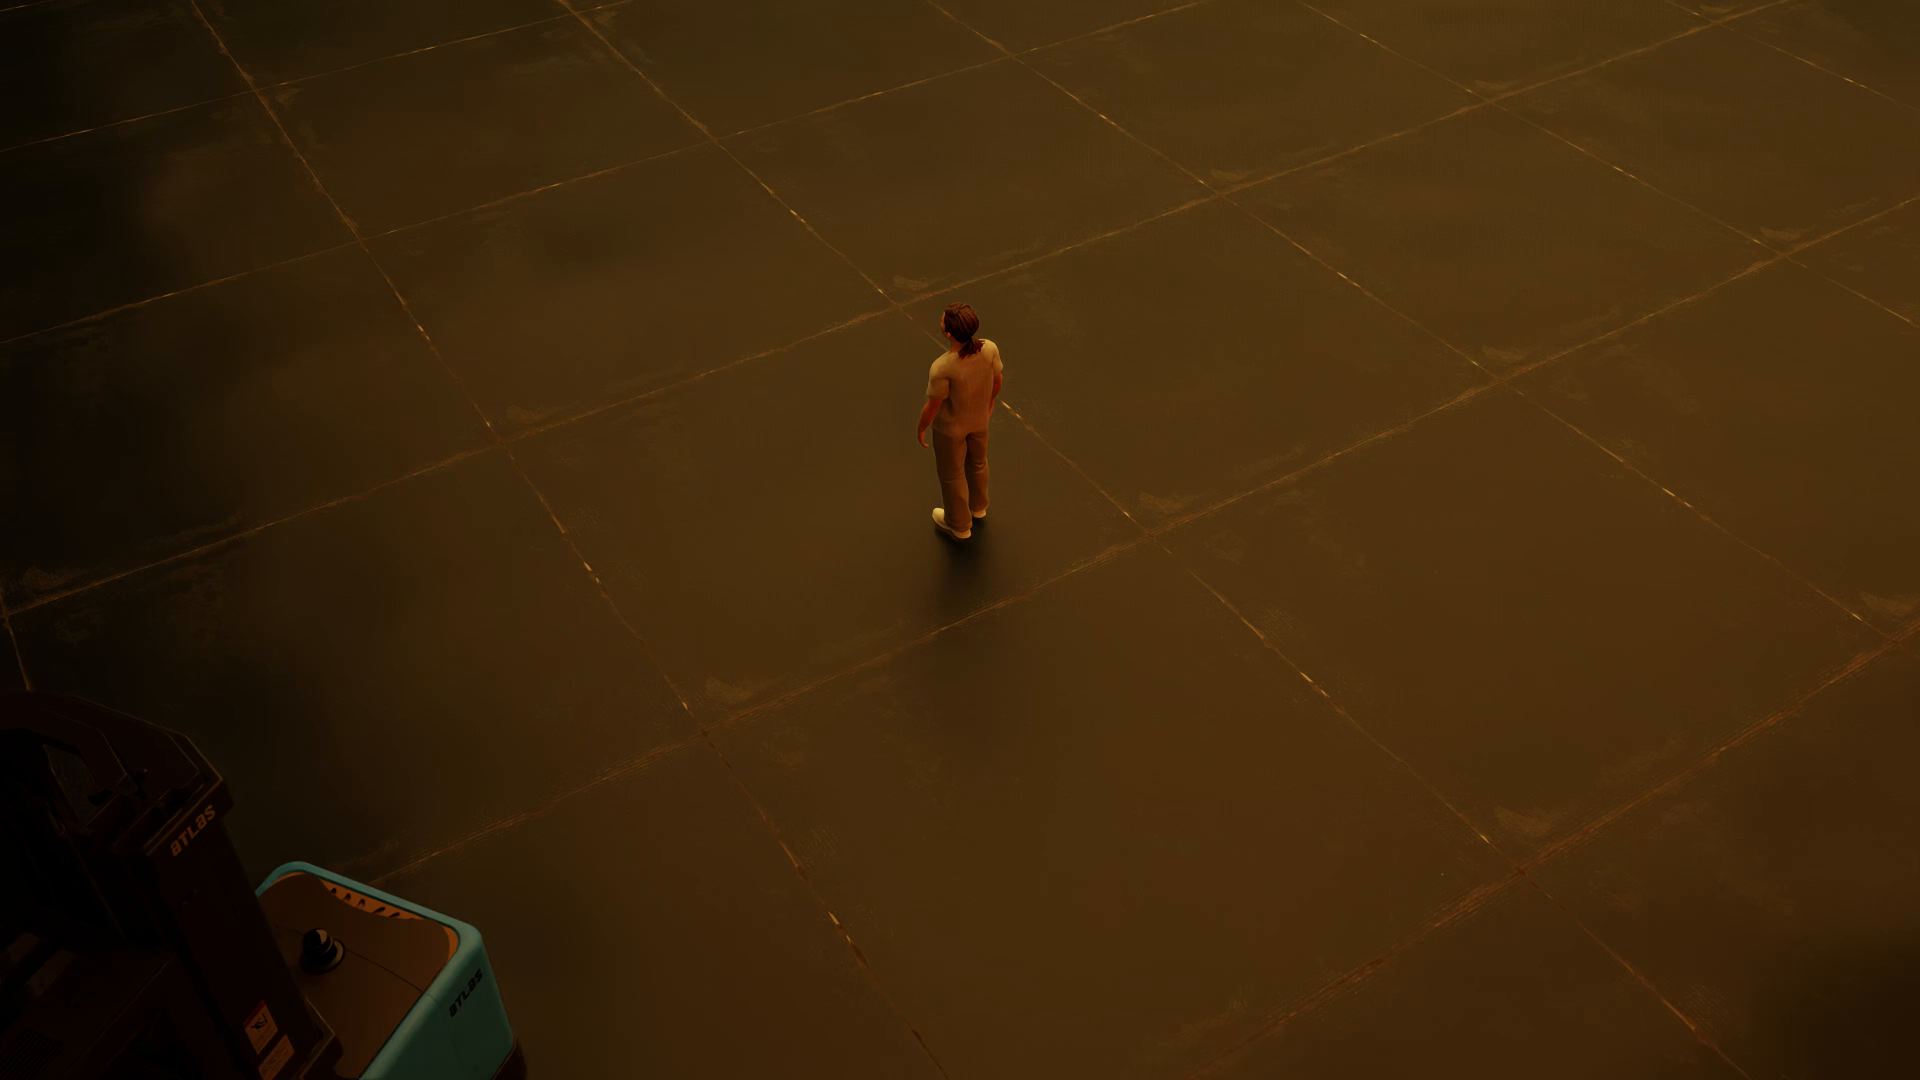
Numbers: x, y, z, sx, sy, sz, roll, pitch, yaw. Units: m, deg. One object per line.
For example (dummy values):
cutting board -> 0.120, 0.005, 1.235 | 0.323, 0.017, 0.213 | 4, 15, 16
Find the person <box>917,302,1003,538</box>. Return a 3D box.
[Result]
person -> -0.028, -0.713, 9.568 | 0.549, 1.673, 0.547 | -23, 46, -24

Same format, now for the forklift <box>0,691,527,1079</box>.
forklift -> -2.935, 2.046, 5.530 | 1.130, 2.935, 3.031 | 15, 43, 17
